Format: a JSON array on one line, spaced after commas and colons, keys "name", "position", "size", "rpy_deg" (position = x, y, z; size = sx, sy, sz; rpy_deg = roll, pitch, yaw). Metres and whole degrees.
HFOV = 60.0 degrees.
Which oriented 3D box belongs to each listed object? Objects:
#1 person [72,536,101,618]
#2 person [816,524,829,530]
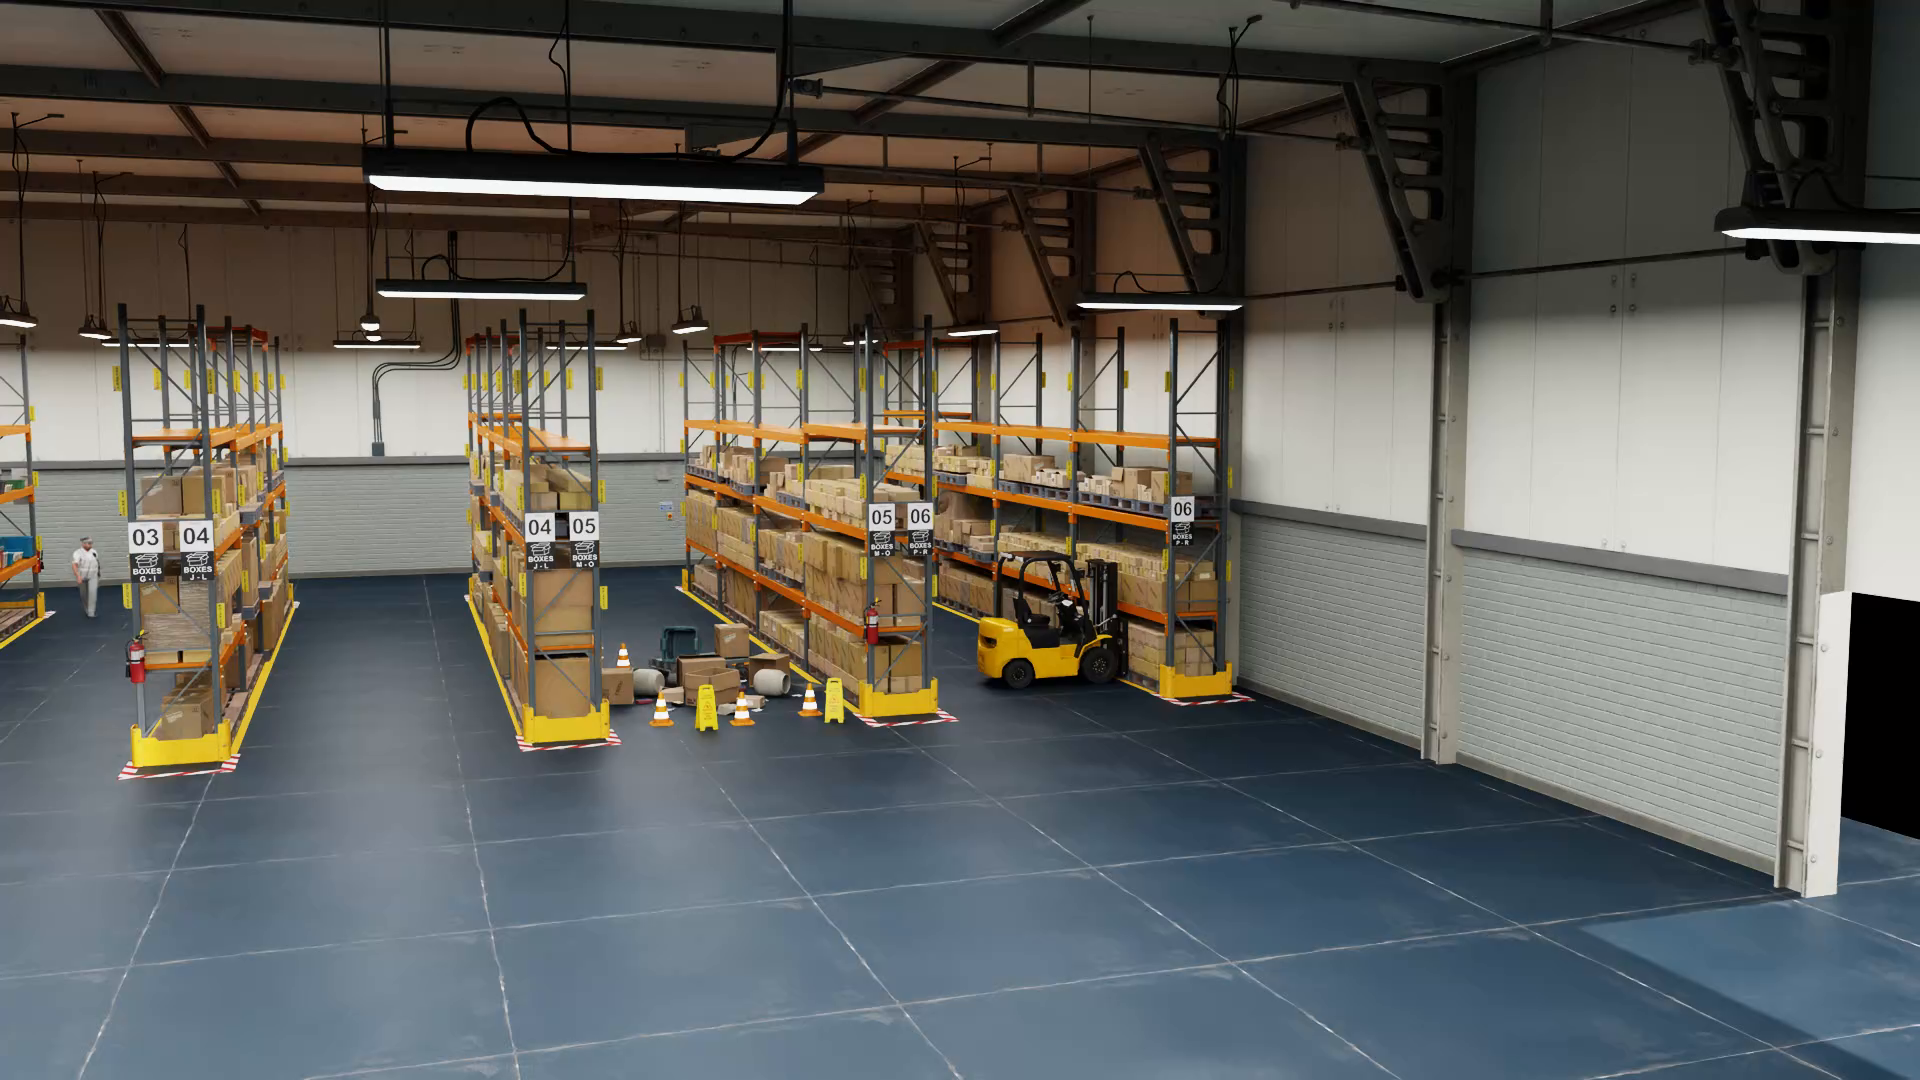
[{"name": "person", "position": [-18.627, 0.781, 35.486], "size": [0.514, 1.721, 1.032], "rpy_deg": [-2, 6, -15]}, {"name": "person", "position": [-3.076, 0.273, 37.830], "size": [0.498, 1.672, 0.381], "rpy_deg": [5, 8, 44]}]
